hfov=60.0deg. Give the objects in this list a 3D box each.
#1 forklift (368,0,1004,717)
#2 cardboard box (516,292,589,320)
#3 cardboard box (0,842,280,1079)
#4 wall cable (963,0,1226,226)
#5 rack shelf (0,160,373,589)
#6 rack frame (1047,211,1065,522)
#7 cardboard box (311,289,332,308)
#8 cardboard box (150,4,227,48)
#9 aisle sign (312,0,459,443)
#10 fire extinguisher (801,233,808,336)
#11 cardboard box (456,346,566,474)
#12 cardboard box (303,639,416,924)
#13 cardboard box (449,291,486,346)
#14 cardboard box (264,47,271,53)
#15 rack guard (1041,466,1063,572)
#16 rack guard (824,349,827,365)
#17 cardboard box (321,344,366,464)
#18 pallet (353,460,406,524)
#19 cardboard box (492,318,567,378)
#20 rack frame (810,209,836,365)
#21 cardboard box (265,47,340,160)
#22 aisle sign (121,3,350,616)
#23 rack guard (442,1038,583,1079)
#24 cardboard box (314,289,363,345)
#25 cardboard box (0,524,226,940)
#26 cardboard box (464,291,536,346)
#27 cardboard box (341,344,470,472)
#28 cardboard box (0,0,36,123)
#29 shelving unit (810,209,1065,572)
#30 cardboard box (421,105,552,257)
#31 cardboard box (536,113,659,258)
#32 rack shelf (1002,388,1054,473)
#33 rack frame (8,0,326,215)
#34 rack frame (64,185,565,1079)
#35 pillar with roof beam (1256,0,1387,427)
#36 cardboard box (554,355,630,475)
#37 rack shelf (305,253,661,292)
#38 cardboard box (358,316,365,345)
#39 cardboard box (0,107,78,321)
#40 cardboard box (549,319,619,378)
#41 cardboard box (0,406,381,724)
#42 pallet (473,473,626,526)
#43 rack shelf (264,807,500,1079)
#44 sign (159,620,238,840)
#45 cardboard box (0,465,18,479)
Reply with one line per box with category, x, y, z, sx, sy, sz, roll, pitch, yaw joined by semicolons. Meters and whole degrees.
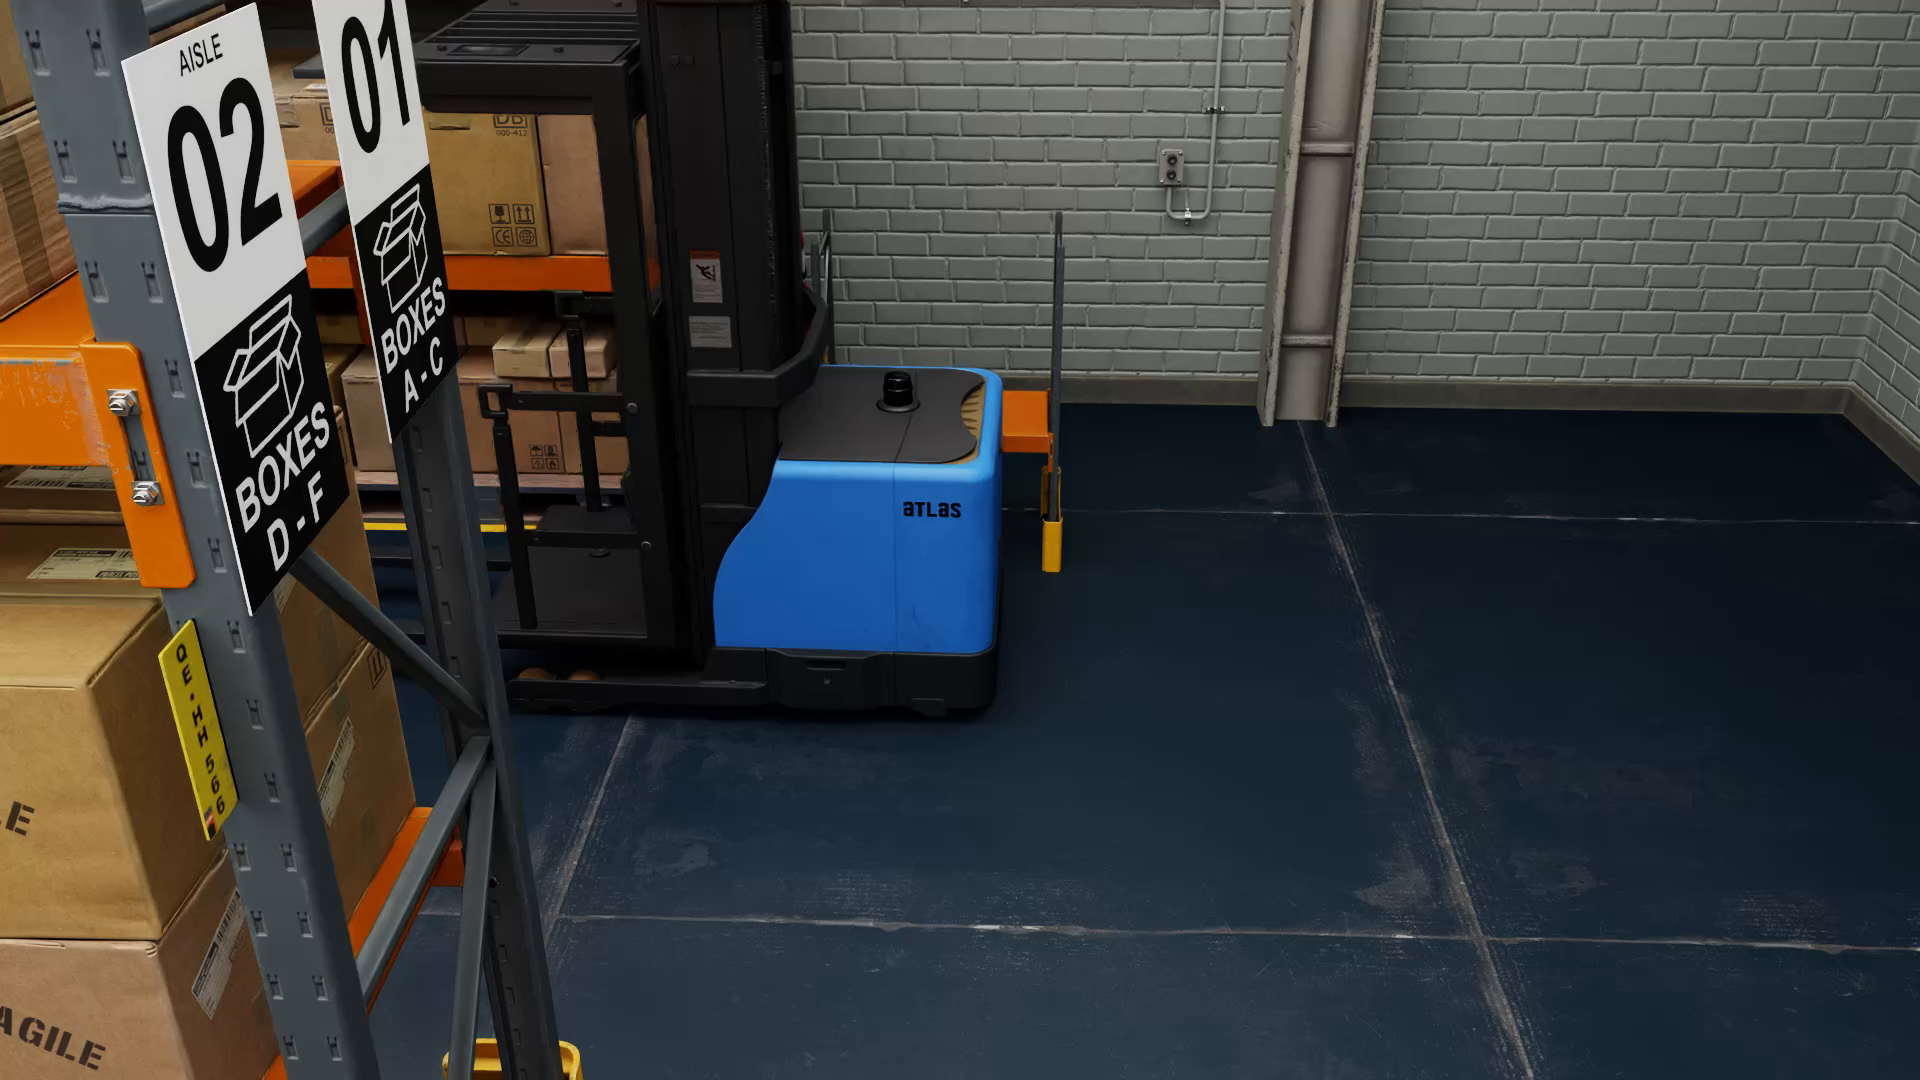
forklift;-1.351;-0.867;6.256;3.031;2.935;1.130;2;28;3
cardboard box;-1.982;-1.077;8.107;0.250;0.149;0.380;1;28;2
cardboard box;-1.533;0.750;3.027;0.500;0.500;0.500;2;28;3
wall cable;0.408;-2.516;8.208;1.851;1.984;0.084;1;28;2
rack shelf;-3.075;-0.367;2.805;4.000;0.370;1.077;1;28;2
rack frame;0.423;-0.656;7.386;0.032;1.500;0.500;1;28;2
cardboard box;-3.254;-1.097;8.146;0.250;0.149;0.380;1;28;2
cardboard box;-1.580;-0.937;2.738;0.500;0.250;0.500;1;28;2
aisle sign;-0.998;-0.611;2.925;0.004;0.787;0.394;1;28;2
fire extinguisher;-0.771;-1.228;7.344;0.183;0.674;0.296;1;28;2
cardboard box;-2.108;-0.699;8.087;0.500;0.500;0.700;1;28;2
cardboard box;-1.510;0.499;3.500;0.500;0.500;0.500;2;28;3
cardboard box;-2.487;-1.085;8.123;0.250;0.149;0.380;1;28;3
cardboard box;-3.632;-1.812;7.646;0.700;0.700;0.980;0;28;0
rack guard;0.422;-0.103;7.678;0.087;0.250;0.587;1;28;2
rack guard;-0.881;-0.540;8.235;0.348;0.500;1.175;1;28;2
cardboard box;-3.144;-0.713;8.112;0.500;0.500;0.700;2;28;3
pallet;-2.923;-0.411;8.300;1.213;0.211;1.003;1;28;2
cardboard box;-1.998;-0.898;7.770;0.250;0.149;0.380;2;28;3
rack frame;-0.593;-0.673;7.417;0.032;1.500;0.500;1;28;2
cardboard box;-2.904;-1.805;7.632;0.700;0.700;0.980;0;28;-1
aisle sign;-1.019;-0.330;2.395;0.004;0.787;0.394;1;28;2
rack guard;-1.152;1.777;3.864;0.348;0.500;1.175;1;28;2
cardboard box;-2.996;-1.094;8.138;0.250;0.149;0.380;0;28;1
cardboard box;-1.531;0.309;2.790;0.500;0.500;0.500;1;28;1
cardboard box;-2.233;-1.081;8.115;0.250;0.149;0.380;1;28;2
cardboard box;-2.611;-0.707;8.102;0.500;0.500;0.700;0;28;0
cardboard box;-1.599;-0.695;2.283;0.500;0.250;0.500;1;28;2
shelving unit;-0.076;-0.664;7.401;1.083;1.500;0.587;1;28;2
cardboard box;-2.143;-1.788;7.600;0.700;0.700;0.980;1;28;1
cardboard box;-1.415;-1.781;7.587;0.700;0.700;0.980;2;28;4
rack shelf;-0.085;-0.505;7.486;1.000;0.185;0.538;1;28;2
rack frame;-1.076;-1.977;1.871;0.127;3.000;1.000;1;28;2
rack frame;-1.076;0.674;3.277;0.127;3.000;1.000;1;28;2
pillar with roof beam;1.672;-2.641;3.124;0.400;9.000;9.100;1;28;2
cardboard box;-1.608;-0.691;8.071;0.500;0.500;0.700;1;28;2
rack shelf;-2.904;-1.360;7.882;4.000;0.370;1.077;1;28;2
cardboard box;-2.743;-1.089;8.130;0.250;0.149;0.380;1;28;2
cardboard box;-1.599;-0.470;2.392;0.500;0.250;0.500;1;28;2
cardboard box;-1.743;-0.894;7.762;0.250;0.149;0.380;1;28;1
cardboard box;-1.510;0.057;3.266;0.500;0.500;0.500;2;28;3
pallet;-1.707;-0.390;8.260;1.213;0.211;1.003;1;28;2
rack shelf;-3.075;0.958;3.507;4.000;0.370;1.077;1;28;2
sign;-1.116;0.282;2.442;0.005;0.325;0.100;1;28;2
cardboard box;-2.033;0.052;3.275;0.500;0.500;0.500;1;28;2
